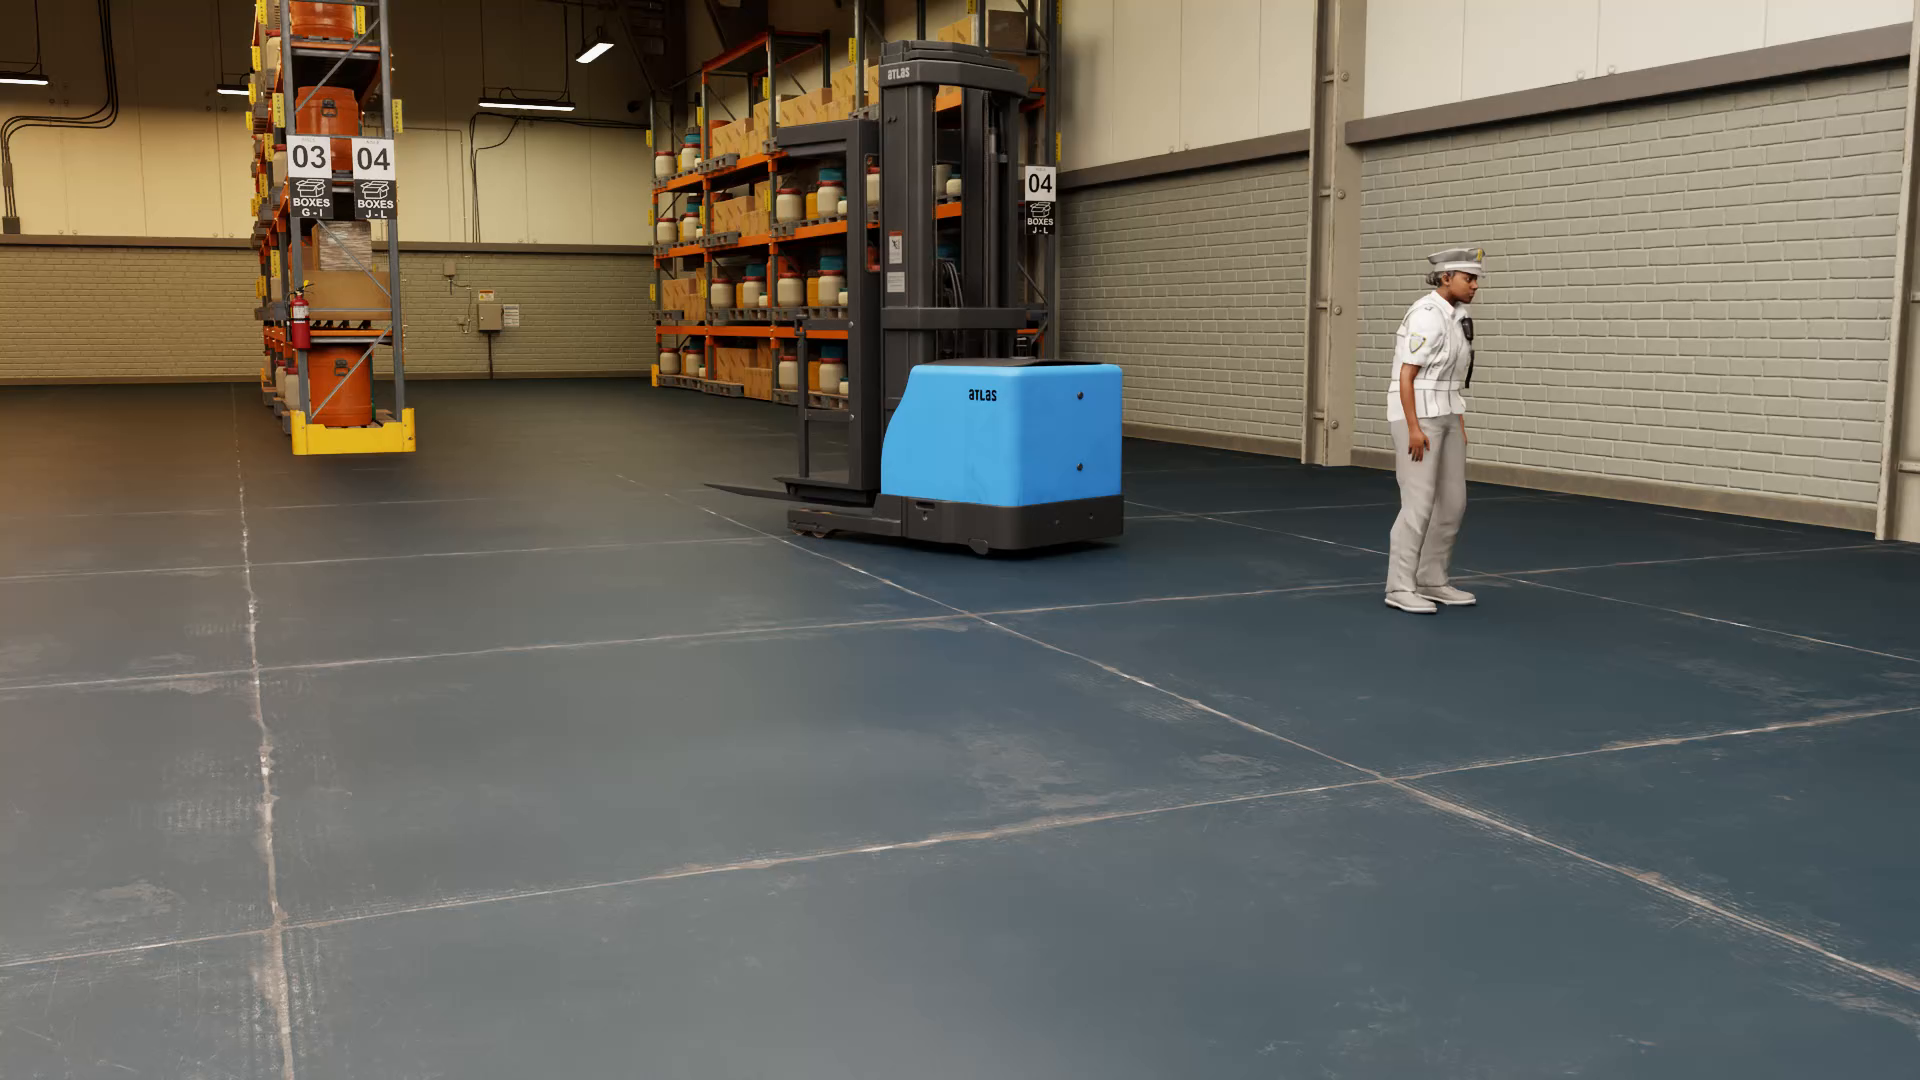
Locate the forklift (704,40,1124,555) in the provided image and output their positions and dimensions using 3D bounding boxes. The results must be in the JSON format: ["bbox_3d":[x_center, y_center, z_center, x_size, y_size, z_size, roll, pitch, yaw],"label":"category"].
[{"bbox_3d":[-0.436,-1.509,10.383,3.031,2.935,1.130,7,10,44],"label":"forklift"}]

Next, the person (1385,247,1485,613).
[{"bbox_3d":[2.201,-0.517,7.732,0.398,1.659,0.530,7,11,44],"label":"person"}]
